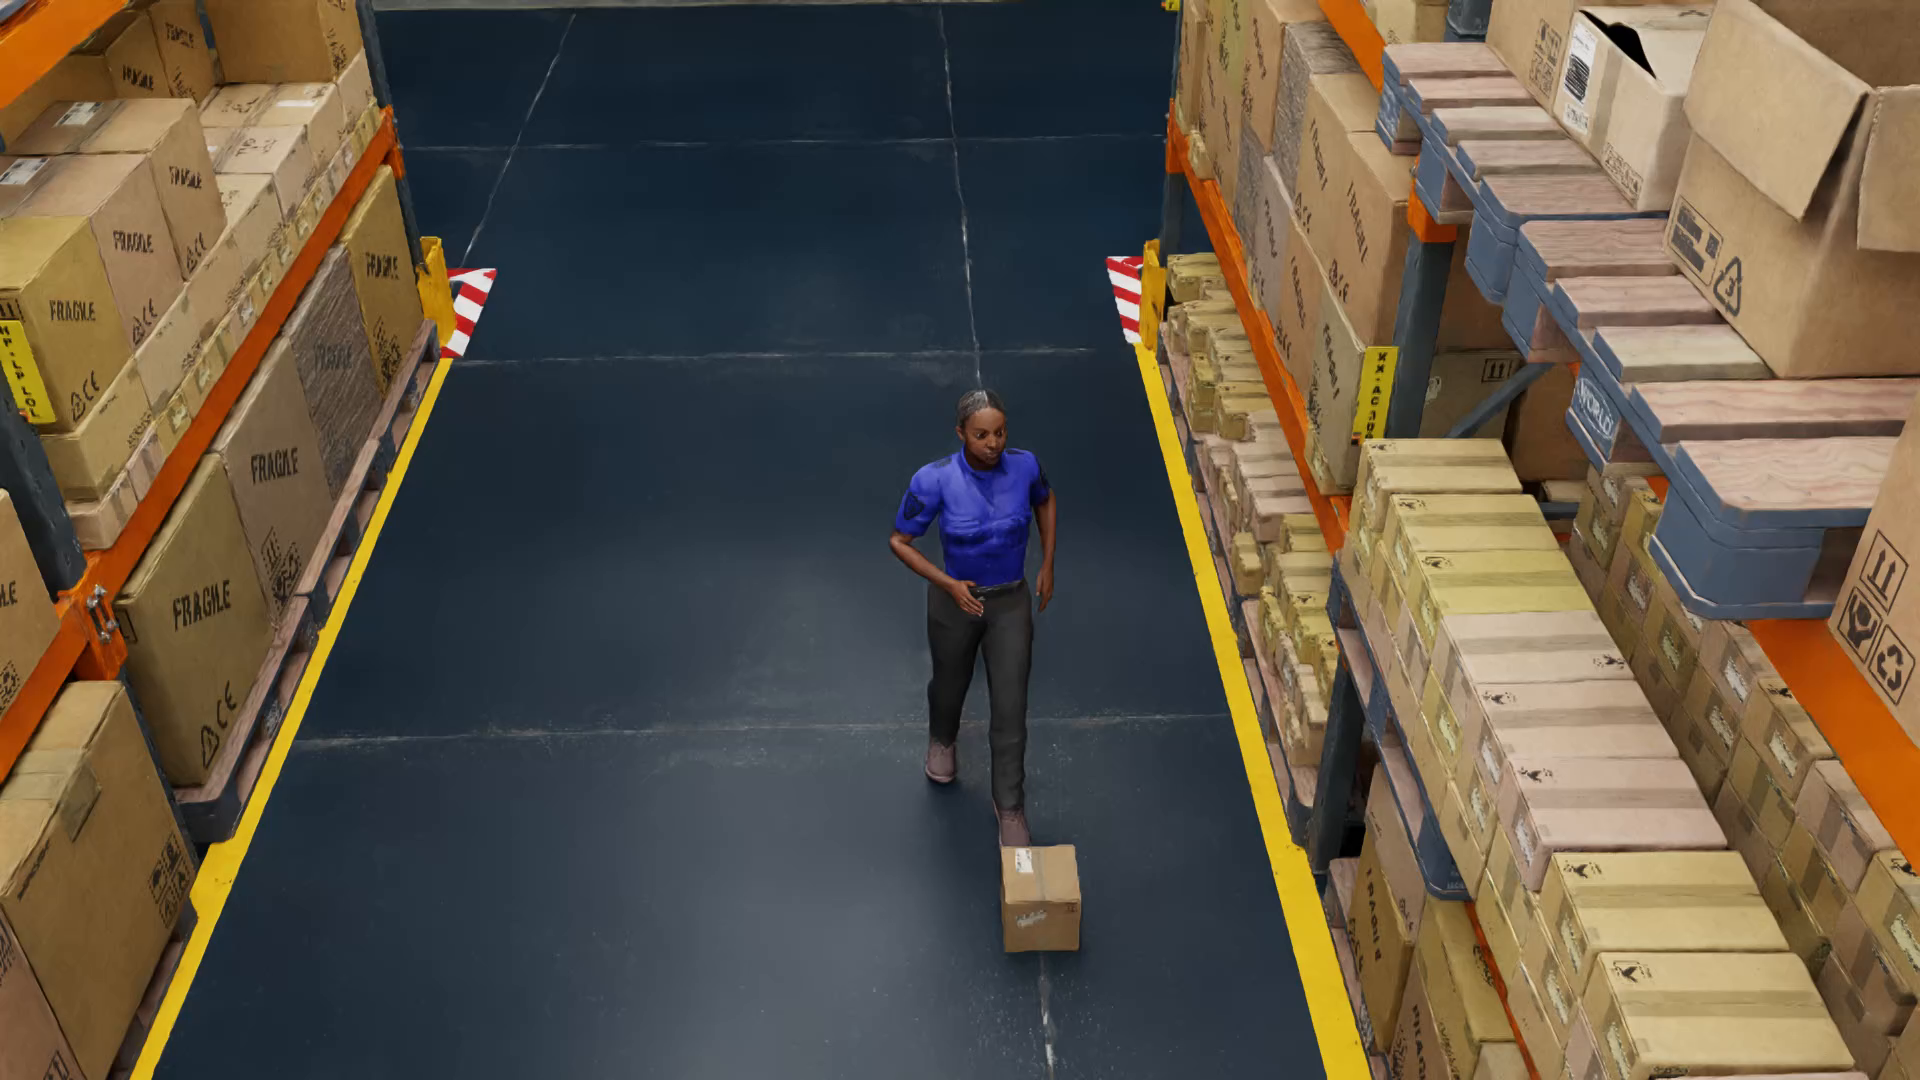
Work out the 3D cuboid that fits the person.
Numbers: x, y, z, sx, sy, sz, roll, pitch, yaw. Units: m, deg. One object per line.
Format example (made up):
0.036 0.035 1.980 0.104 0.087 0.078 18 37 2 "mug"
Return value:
0.097 0.282 5.745 0.624 1.649 0.719 -8 36 -11 "person"
